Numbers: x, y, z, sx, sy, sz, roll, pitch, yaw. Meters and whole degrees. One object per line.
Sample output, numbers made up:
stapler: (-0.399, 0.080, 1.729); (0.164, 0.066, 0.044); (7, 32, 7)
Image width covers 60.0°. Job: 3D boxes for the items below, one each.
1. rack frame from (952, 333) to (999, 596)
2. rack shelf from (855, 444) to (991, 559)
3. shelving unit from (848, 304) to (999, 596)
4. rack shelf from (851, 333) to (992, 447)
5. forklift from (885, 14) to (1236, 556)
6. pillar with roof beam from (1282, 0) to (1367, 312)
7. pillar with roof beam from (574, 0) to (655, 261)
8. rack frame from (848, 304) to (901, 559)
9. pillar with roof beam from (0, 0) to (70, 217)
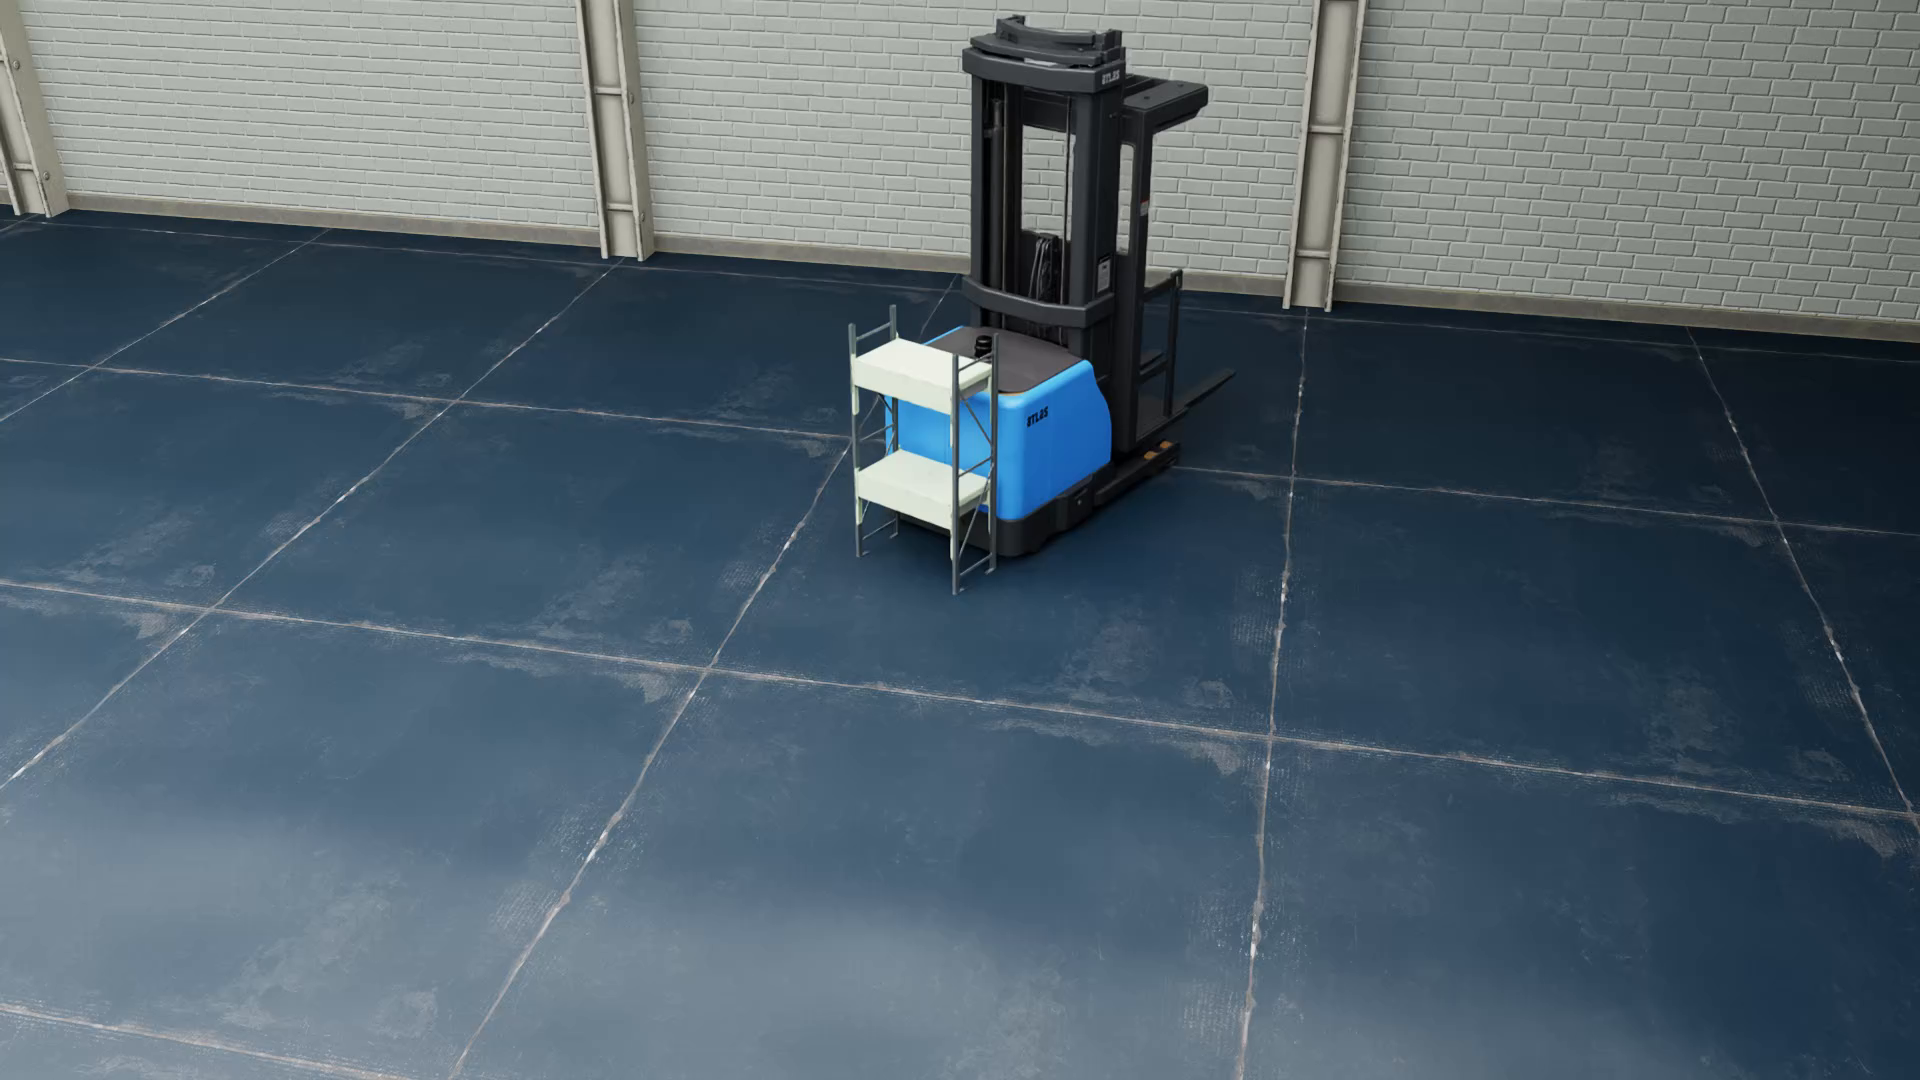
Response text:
rack frame: (0.086, -0.412, 9.441); (0.023, 1.500, 0.400); (20, 34, 32)
rack shelf: (-0.205, -0.232, 9.792); (0.720, 0.370, 0.431); (20, 34, 32)
shelving unit: (-0.205, -0.518, 9.635); (0.755, 1.500, 0.431); (20, 34, 32)
rack shelf: (-0.205, -0.861, 9.448); (0.720, 0.370, 0.431); (20, 34, 32)
forklift: (0.819, -1.834, 10.548); (1.130, 2.935, 3.031); (20, 34, 32)
pillar with roof beam: (1.994, -3.895, 7.993); (0.400, 9.000, 9.100); (6, 29, 11)
pillar with roof beam: (-3.873, -4.496, 9.092); (0.400, 9.000, 9.100); (6, 29, 11)
rack frame: (-0.497, -0.624, 9.829); (0.023, 1.500, 0.400); (20, 34, 32)
pillar with roof beam: (-9.741, -5.098, 10.191); (0.400, 9.000, 9.100); (6, 29, 11)
